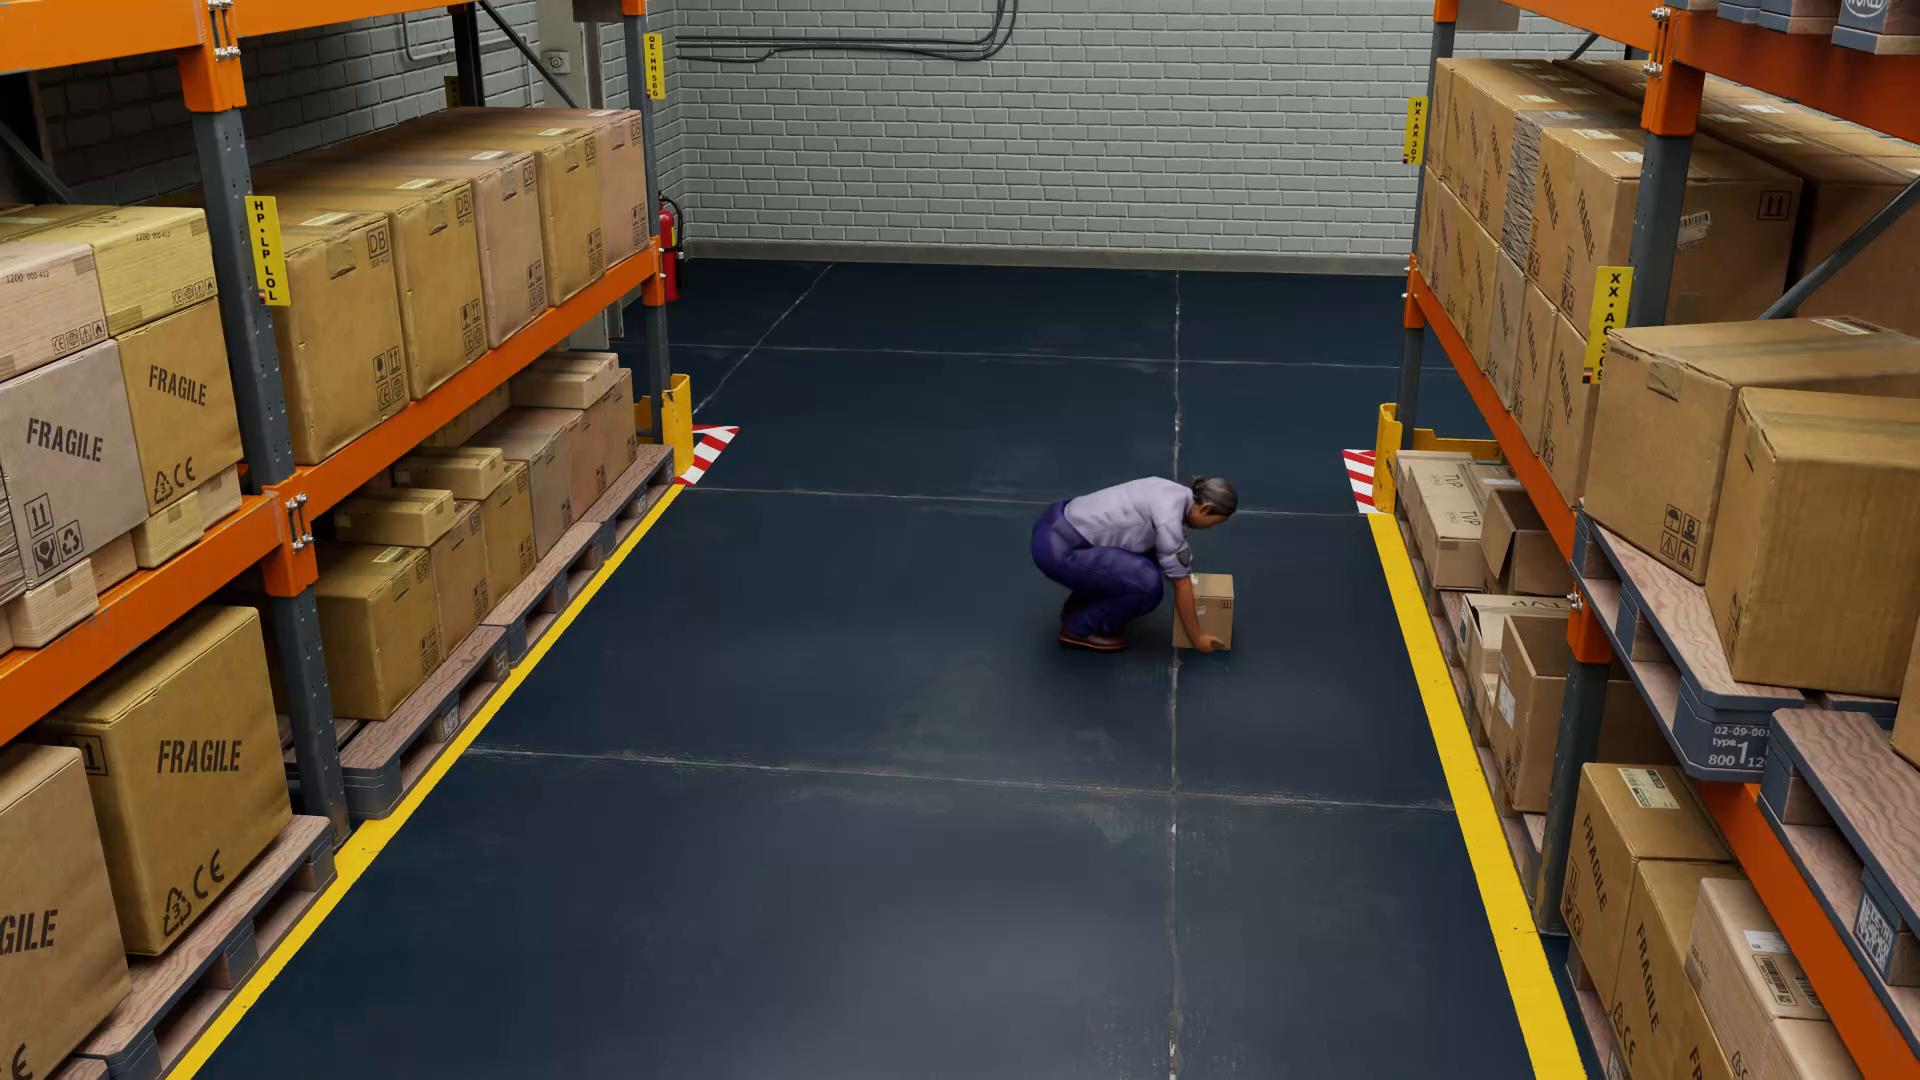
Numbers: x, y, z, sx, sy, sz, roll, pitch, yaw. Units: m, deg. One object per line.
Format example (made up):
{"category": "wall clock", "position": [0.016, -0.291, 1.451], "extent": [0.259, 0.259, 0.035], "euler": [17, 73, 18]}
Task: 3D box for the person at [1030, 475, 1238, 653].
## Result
{"category": "person", "position": [0.743, 0.084, 7.184], "extent": [0.874, 0.761, 0.510], "euler": [2, 21, 5]}
